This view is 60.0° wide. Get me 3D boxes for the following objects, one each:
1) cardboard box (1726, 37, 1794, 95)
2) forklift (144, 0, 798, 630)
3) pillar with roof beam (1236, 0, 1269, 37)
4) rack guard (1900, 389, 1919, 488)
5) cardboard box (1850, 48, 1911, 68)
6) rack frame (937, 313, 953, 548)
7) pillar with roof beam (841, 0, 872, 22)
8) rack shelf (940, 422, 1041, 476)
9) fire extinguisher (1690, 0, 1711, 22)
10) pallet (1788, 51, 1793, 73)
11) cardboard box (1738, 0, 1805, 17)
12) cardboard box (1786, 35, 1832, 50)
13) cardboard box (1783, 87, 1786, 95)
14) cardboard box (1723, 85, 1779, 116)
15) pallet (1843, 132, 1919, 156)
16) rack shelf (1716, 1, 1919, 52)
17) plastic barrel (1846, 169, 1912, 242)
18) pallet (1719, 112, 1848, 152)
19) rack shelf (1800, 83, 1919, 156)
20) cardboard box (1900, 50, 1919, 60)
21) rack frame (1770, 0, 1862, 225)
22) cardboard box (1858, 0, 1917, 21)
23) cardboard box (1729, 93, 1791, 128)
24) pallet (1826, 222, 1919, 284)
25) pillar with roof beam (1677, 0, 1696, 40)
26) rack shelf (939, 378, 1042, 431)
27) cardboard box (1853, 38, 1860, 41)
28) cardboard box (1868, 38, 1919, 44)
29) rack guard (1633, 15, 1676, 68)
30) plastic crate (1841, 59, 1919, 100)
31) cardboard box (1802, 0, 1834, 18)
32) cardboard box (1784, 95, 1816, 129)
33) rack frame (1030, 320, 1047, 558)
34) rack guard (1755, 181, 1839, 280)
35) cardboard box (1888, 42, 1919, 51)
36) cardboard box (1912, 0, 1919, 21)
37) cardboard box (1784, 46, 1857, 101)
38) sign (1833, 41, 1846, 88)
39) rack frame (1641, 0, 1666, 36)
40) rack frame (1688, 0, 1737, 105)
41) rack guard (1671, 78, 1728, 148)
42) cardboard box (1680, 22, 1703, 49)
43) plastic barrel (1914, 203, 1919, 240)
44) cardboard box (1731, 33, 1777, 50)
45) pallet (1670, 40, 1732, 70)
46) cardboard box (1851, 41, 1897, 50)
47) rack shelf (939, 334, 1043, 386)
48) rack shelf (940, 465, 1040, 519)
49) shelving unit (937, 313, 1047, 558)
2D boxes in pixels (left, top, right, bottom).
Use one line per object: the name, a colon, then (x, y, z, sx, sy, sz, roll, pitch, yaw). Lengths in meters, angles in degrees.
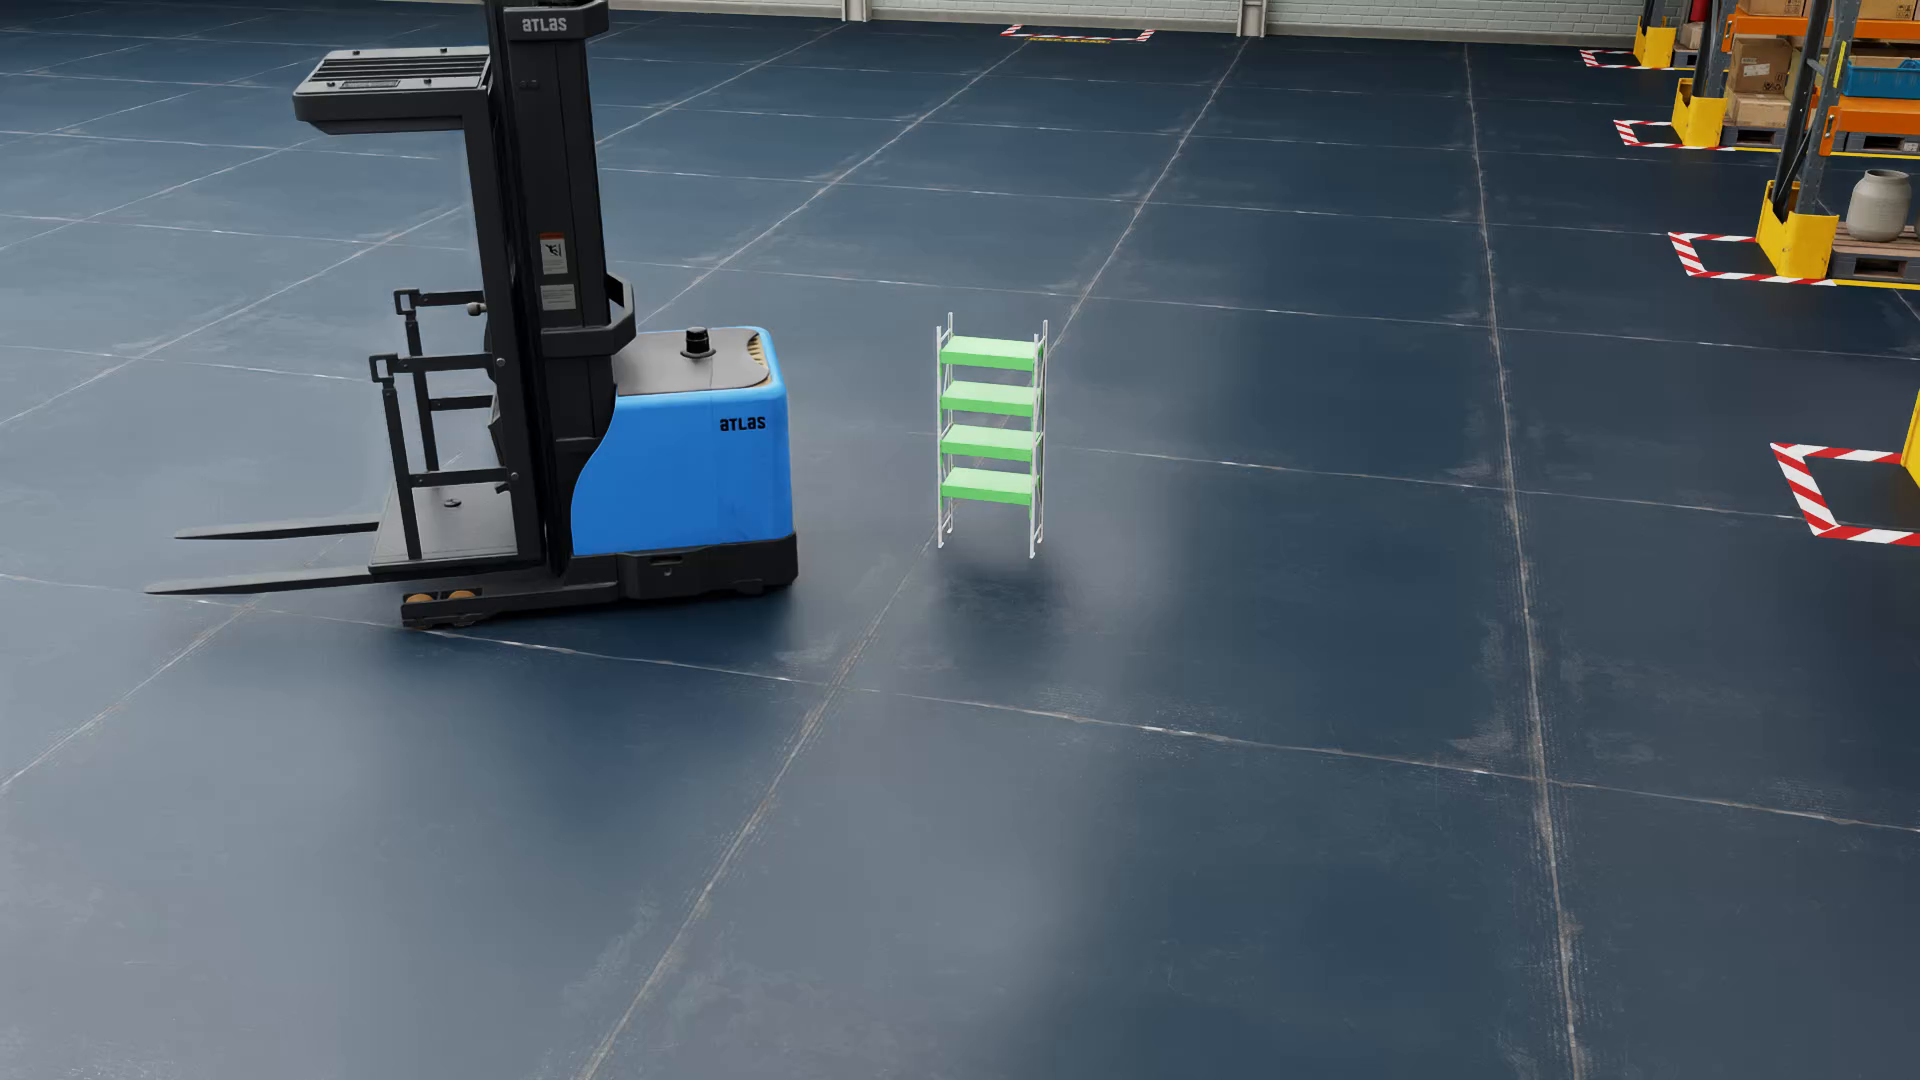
cardboard box: (8.513, -5.055, 17.717, 0.500, 0.500, 0.500, 6, 26, 13)
forklift: (-2.370, -1.145, 7.746, 3.031, 2.935, 1.130, -5, 26, -10)
pillar with roof beam: (3.160, -9.609, 18.464, 0.400, 9.000, 9.100, 6, 26, 13)
rack guard: (5.522, -0.442, 9.096, 0.348, 0.500, 1.175, 6, 26, 13)
cardboard box: (9.356, -4.738, 17.050, 0.500, 0.500, 0.500, 6, 26, 13)
rack frame: (-0.076, -0.550, 8.510, 0.015, 1.200, 0.240, 6, 26, 13)
pillar with roof beam: (-2.651, -10.251, 19.813, 0.400, 9.000, 9.100, 6, 26, 13)
rack shelf: (0.160, -0.466, 8.482, 0.480, 0.148, 0.258, 6, 26, 13)
fire extinguisher: (7.921, -5.873, 17.687, 0.183, 0.674, 0.296, 6, 26, 13)
pallet: (11.179, -6.264, 21.663, 1.213, 0.211, 1.003, 6, 26, 13)
cardboard box: (8.368, -5.692, 17.100, 0.500, 0.500, 0.700, 6, 26, 13)
cardboard box: (11.047, -6.563, 21.442, 0.500, 0.500, 0.700, 5, 26, 10)
cardboard box: (9.000, -4.667, 17.774, 0.500, 0.250, 0.500, 6, 26, 13)
cardboard box: (8.512, -4.716, 17.876, 0.500, 0.250, 0.500, 6, 26, 13)
pallet: (9.848, -4.247, 17.425, 1.213, 0.211, 1.003, 6, 26, 13)
rack shelf: (9.856, -5.163, 16.942, 4.000, 0.370, 1.077, 6, 26, 13)
plastic barrel: (7.339, -2.668, 13.270, 0.421, 0.512, 0.421, 0, 25, 0)
pallet: (8.670, -4.379, 17.702, 1.213, 0.211, 1.003, 6, 26, 13)
rack shelf: (8.619, -3.101, 12.612, 4.000, 0.370, 1.077, 6, 26, 13)
cardboard box: (9.835, -4.677, 16.922, 0.500, 0.500, 0.500, 6, 26, 13)
rack frame: (6.682, -3.640, 12.907, 0.127, 3.000, 1.000, 6, 26, 13)
cardboard box: (9.358, -5.582, 16.869, 0.500, 0.500, 0.700, 6, 26, 13)
cardboard box: (8.383, -4.500, 17.423, 0.500, 0.250, 0.500, 6, 26, 13)
pallet: (7.553, -2.304, 13.343, 1.213, 0.211, 1.003, 6, 26, 13)
pillar with roof beam: (8.971, -8.966, 17.115, 0.400, 9.000, 9.100, 6, 26, 13)
rack shelf: (0.160, -0.683, 8.379, 0.480, 0.148, 0.258, 6, 26, 13)
cardboard box: (11.479, -6.428, 21.566, 0.250, 0.149, 0.380, 4, 26, 9)
cardboard box: (12.008, -6.501, 21.312, 0.500, 0.500, 0.500, 4, 26, 9)
rack guard: (9.223, -6.628, 22.090, 0.348, 0.500, 1.175, 6, 26, 13)
plastic crate: (7.241, -3.644, 13.088, 0.616, 0.251, 0.499, 6, 26, 13)
cardboard box: (8.878, -5.638, 16.986, 0.500, 0.500, 0.700, 7, 26, 14)
cardboard box: (8.869, -4.448, 17.314, 0.500, 0.250, 0.500, 6, 26, 13)
rack frame: (0.397, -0.498, 8.400, 0.015, 1.200, 0.240, 6, 26, 13)
rack guard: (6.767, -2.523, 13.468, 0.348, 0.500, 1.175, 6, 26, 13)
cardboard box: (9.969, -4.900, 17.391, 0.500, 0.500, 0.500, 6, 26, 13)
cardboard box: (9.868, -5.527, 16.754, 0.500, 0.500, 0.700, 7, 26, 15)
cardboard box: (8.868, -4.786, 17.151, 0.500, 0.500, 0.500, 6, 26, 13)
sign: (6.541, -3.537, 12.367, 0.005, 0.325, 0.100, 6, 26, 13)
rack frame: (9.150, -7.765, 21.570, 0.127, 3.000, 1.000, 6, 26, 13)
rack frame: (7.919, -5.702, 17.237, 0.127, 3.000, 1.000, 6, 26, 13)
rack guard: (7.896, -4.576, 17.780, 0.348, 0.500, 1.175, 6, 26, 13)
cardboard box: (9.797, -6.638, 21.819, 0.500, 0.311, 0.500, 3, 26, 7)
plastic barrel: (7.824, -2.614, 13.158, 0.421, 0.512, 0.421, 0, 25, 0)
cardboard box: (10.349, -6.577, 21.691, 0.500, 0.311, 0.500, 9, 27, 17)
pallet: (10.001, -6.396, 21.939, 1.213, 0.211, 1.003, 6, 26, 13)
cardboard box: (9.485, -4.954, 17.505, 0.500, 0.500, 0.500, 6, 26, 13)
rack shelf: (0.160, -0.900, 8.276, 0.480, 0.148, 0.258, 6, 26, 13)
rack shelf: (0.160, -0.250, 8.585, 0.480, 0.148, 0.258, 6, 26, 13)
shelving unit: (0.160, -0.524, 8.455, 0.503, 1.200, 0.258, 6, 26, 13)
